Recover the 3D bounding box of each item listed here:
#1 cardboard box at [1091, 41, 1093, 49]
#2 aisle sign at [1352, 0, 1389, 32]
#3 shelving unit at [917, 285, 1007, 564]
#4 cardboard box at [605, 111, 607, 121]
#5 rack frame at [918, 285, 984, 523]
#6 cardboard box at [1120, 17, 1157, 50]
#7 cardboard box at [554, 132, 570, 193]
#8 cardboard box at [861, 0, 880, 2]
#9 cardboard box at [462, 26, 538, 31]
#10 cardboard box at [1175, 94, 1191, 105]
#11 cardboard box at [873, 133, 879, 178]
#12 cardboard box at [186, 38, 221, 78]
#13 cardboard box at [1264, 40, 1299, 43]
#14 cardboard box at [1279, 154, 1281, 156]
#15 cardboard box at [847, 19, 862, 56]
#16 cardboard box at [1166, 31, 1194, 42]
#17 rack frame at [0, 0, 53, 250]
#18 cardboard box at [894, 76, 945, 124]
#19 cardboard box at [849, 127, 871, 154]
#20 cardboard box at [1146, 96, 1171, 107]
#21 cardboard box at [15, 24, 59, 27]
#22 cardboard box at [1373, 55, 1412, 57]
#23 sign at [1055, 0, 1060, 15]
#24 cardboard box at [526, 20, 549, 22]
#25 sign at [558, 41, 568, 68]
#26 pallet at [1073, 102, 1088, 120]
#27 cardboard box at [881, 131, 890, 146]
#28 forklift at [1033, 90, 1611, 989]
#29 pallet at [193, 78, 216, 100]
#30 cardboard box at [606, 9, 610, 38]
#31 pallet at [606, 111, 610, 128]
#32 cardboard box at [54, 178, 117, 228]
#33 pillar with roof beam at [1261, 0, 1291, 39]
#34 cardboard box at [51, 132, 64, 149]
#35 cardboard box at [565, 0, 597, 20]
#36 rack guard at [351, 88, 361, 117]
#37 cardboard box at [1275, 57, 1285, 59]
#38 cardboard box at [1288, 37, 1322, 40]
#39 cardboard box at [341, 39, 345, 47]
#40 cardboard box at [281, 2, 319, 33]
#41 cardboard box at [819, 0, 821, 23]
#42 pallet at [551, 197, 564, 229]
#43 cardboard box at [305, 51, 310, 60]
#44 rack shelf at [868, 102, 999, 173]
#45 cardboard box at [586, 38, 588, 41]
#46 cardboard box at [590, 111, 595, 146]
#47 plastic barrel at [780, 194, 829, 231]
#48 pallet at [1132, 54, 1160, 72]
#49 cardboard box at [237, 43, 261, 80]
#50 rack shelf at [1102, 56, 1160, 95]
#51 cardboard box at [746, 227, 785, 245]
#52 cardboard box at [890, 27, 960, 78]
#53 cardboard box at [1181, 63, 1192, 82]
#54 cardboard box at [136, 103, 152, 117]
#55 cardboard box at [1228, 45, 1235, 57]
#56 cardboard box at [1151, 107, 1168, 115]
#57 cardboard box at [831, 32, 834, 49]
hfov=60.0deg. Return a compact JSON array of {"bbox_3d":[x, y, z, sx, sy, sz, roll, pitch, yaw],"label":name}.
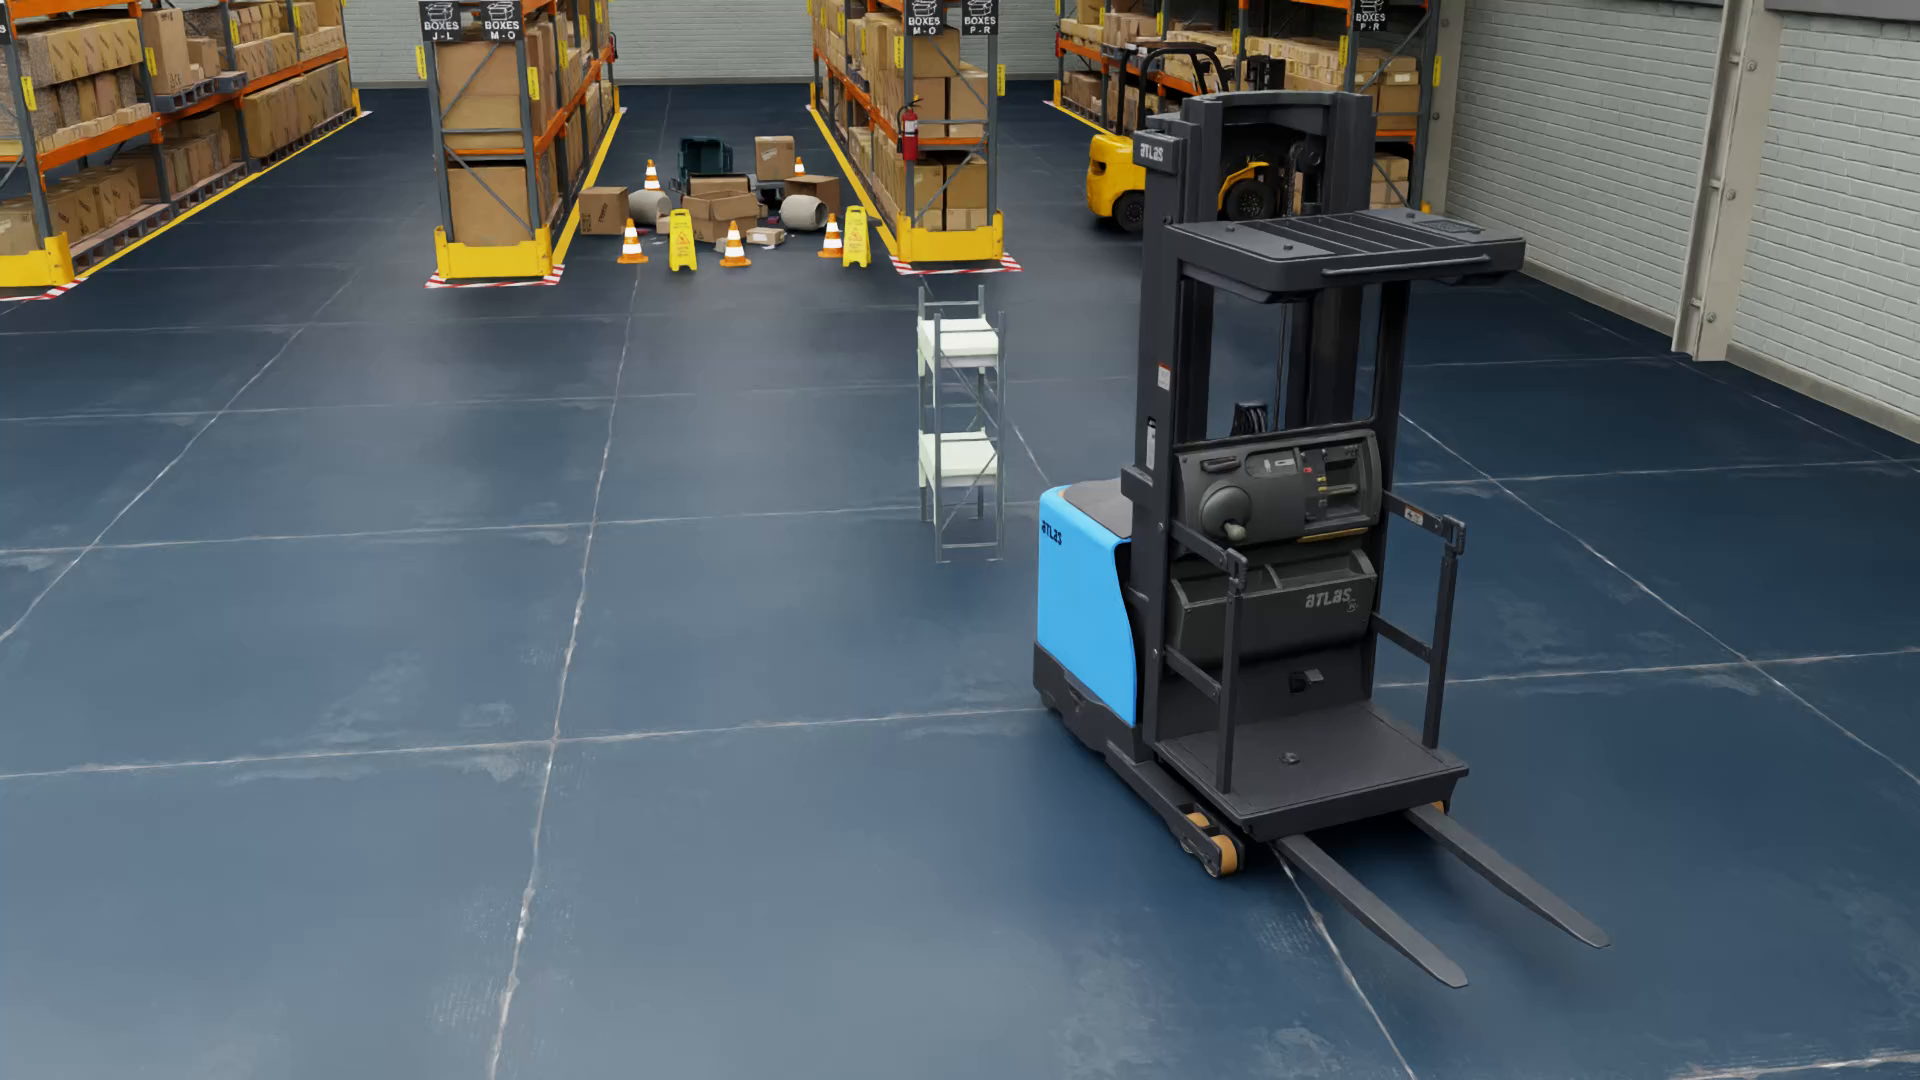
[{"bbox_3d":[2.653,-9.218,30.968,0.380,0.149,0.250,-2,21,-6],"label":"cardboard box"},{"bbox_3d":[4.529,-5.993,18.260,0.394,0.787,0.004,-3,21,-8],"label":"aisle sign"},{"bbox_3d":[0.001,-0.700,9.948,0.431,1.500,0.755,-3,21,-8],"label":"shelving unit"},{"bbox_3d":[-6.488,-7.527,29.557,0.380,0.149,0.250,-2,21,-6],"label":"cardboard box"},{"bbox_3d":[-0.052,-0.827,10.287,0.400,1.500,0.023,-3,21,-8],"label":"rack frame"},{"bbox_3d":[3.117,-8.582,28.163,0.700,0.500,0.500,-3,21,-8],"label":"cardboard box"},{"bbox_3d":[-5.740,-5.015,21.971,1.050,0.750,0.750,-3,21,-8],"label":"cardboard box"},{"bbox_3d":[-1.382,-8.734,27.742,0.500,0.500,0.500,-2,21,-6],"label":"cardboard box"},{"bbox_3d":[-5.406,-5.730,19.513,0.875,0.550,0.550,-3,21,-8],"label":"cardboard box"},{"bbox_3d":[3.763,-7.284,27.477,0.380,0.149,0.250,-3,21,-7],"label":"cardboard box"},{"bbox_3d":[-0.860,-4.988,21.543,0.500,0.500,0.500,-2,21,-5],"label":"cardboard box"},{"bbox_3d":[-10.764,-6.702,23.130,0.700,0.500,0.500,0,20,0],"label":"cardboard box"},{"bbox_3d":[4.159,-6.389,21.540,0.380,0.149,0.250,-3,21,-9],"label":"cardboard box"},{"bbox_3d":[4.208,-4.860,20.843,0.500,0.250,0.500,-3,21,-9],"label":"cardboard box"},{"bbox_3d":[-1.419,-7.547,24.967,0.500,0.500,0.500,-4,21,-9],"label":"cardboard box"},{"bbox_3d":[3.411,-7.808,25.765,0.380,0.149,0.250,-2,21,-6],"label":"cardboard box"},{"bbox_3d":[-9.908,-4.062,16.804,1.000,3.000,0.127,-3,21,-8],"label":"rack frame"},{"bbox_3d":[-0.452,-4.922,18.538,0.500,0.500,0.500,-3,21,-9],"label":"cardboard box"},{"bbox_3d":[-1.183,-6.101,25.419,0.950,0.372,0.625,-4,21,-11],"label":"cardboard box"},{"bbox_3d":[3.265,-7.164,27.155,0.380,0.149,0.250,-4,21,-11],"label":"cardboard box"},{"bbox_3d":[-10.526,-5.586,18.889,0.500,0.500,0.500,-3,21,-8],"label":"cardboard box"},{"bbox_3d":[4.997,-5.525,19.228,0.380,0.149,0.250,-2,21,-6],"label":"cardboard box"},{"bbox_3d":[1.967,-10.731,33.423,0.100,0.325,0.005,-3,21,-8],"label":"sign"},{"bbox_3d":[-5.788,-6.702,22.300,0.700,0.500,0.500,-3,21,-7],"label":"cardboard box"},{"bbox_3d":[-5.013,-6.133,20.999,0.100,0.325,0.005,-3,21,-8],"label":"sign"},{"bbox_3d":[2.803,-8.323,32.198,1.003,0.211,1.213,-3,21,-8],"label":"pallet"},{"bbox_3d":[-0.784,-4.975,20.580,0.380,0.149,0.250,-2,21,-5],"label":"cardboard box"},{"bbox_3d":[1.388,-0.199,6.561,1.130,2.935,3.031,-8,22,-21],"label":"forklift"},{"bbox_3d":[-10.735,-6.058,22.424,1.003,0.211,1.213,-3,21,-8],"label":"pallet"},{"bbox_3d":[-6.972,-9.860,31.761,0.500,0.500,0.500,-2,21,-7],"label":"cardboard box"},{"bbox_3d":[-7.026,-7.779,30.743,1.003,0.211,1.213,-3,21,-8],"label":"pallet"},{"bbox_3d":[-10.209,-3.923,19.405,0.500,0.500,0.500,-5,21,-13],"label":"cardboard box"},{"bbox_3d":[0.477,-9.770,23.514,9.100,9.000,0.400,-3,21,-8],"label":"pillar with roof beam"},{"bbox_3d":[-9.751,-4.229,17.612,0.380,0.149,0.250,-3,21,-8],"label":"cardboard box"},{"bbox_3d":[-6.539,-9.255,28.711,0.500,0.500,0.500,-2,21,-6],"label":"cardboard box"},{"bbox_3d":[-12.217,-8.439,32.095,1.175,0.500,0.348,-3,21,-8],"label":"rack guard"},{"bbox_3d":[4.175,-5.980,20.871,0.380,0.149,0.250,-4,21,-9],"label":"cardboard box"},{"bbox_3d":[4.579,-6.593,22.085,0.380,0.149,0.250,-3,21,-8],"label":"cardboard box"},{"bbox_3d":[-11.837,-9.377,31.394,0.380,0.149,0.250,-3,21,-7],"label":"cardboard box"},{"bbox_3d":[-11.596,-9.166,29.189,0.500,0.500,0.500,-4,21,-9],"label":"cardboard box"},{"bbox_3d":[-2.320,-9.733,30.416,0.500,0.500,0.500,-3,21,-7],"label":"cardboard box"},{"bbox_3d":[-5.529,-4.088,20.860,1.003,0.211,1.213,-3,21,-8],"label":"pallet"},{"bbox_3d":[-11.389,-8.309,28.534,0.380,0.149,0.250,-4,21,-10],"label":"cardboard box"},{"bbox_3d":[-0.389,-4.917,20.122,1.077,0.370,4.000,-3,21,-8],"label":"rack shelf"},{"bbox_3d":[-6.390,-8.345,27.606,0.380,0.149,0.250,-2,21,-5],"label":"cardboard box"},{"bbox_3d":[-6.064,-6.504,26.315,0.500,0.500,0.500,-3,21,-7],"label":"cardboard box"},{"bbox_3d":[-1.897,-3.993,20.303,0.512,0.421,0.421,12,24,30],"label":"plastic barrel"},{"bbox_3d":[3.490,-7.724,26.884,1.213,0.211,1.003,-3,21,-8],"label":"pallet"},{"bbox_3d":[-10.938,-7.239,25.167,0.500,0.500,0.500,-3,21,-9],"label":"cardboard box"},{"bbox_3d":[3.369,-7.938,28.212,1.077,0.370,4.000,-3,21,-8],"label":"rack shelf"},{"bbox_3d":[-2.289,-3.578,19.582,0.380,0.149,0.250,8,22,20],"label":"cardboard box"},{"bbox_3d":[-0.391,-5.382,18.341,0.700,0.500,0.500,-3,21,-9],"label":"cardboard box"},{"bbox_3d":[3.628,-6.994,24.870,0.500,0.250,0.500,-4,21,-10],"label":"cardboard box"},{"bbox_3d":[-10.162,-5.269,20.396,0.380,0.149,0.250,-3,21,-8],"label":"cardboard box"},{"bbox_3d":[3.909,-6.744,22.916,0.380,0.149,0.250,-3,21,-9],"label":"cardboard box"},{"bbox_3d":[3.383,-6.744,26.959,0.500,0.500,0.500,-2,21,-6],"label":"cardboard box"},{"bbox_3d":[-1.897,-8.358,27.808,0.500,0.250,0.500,-3,21,-7],"label":"cardboard box"}]
